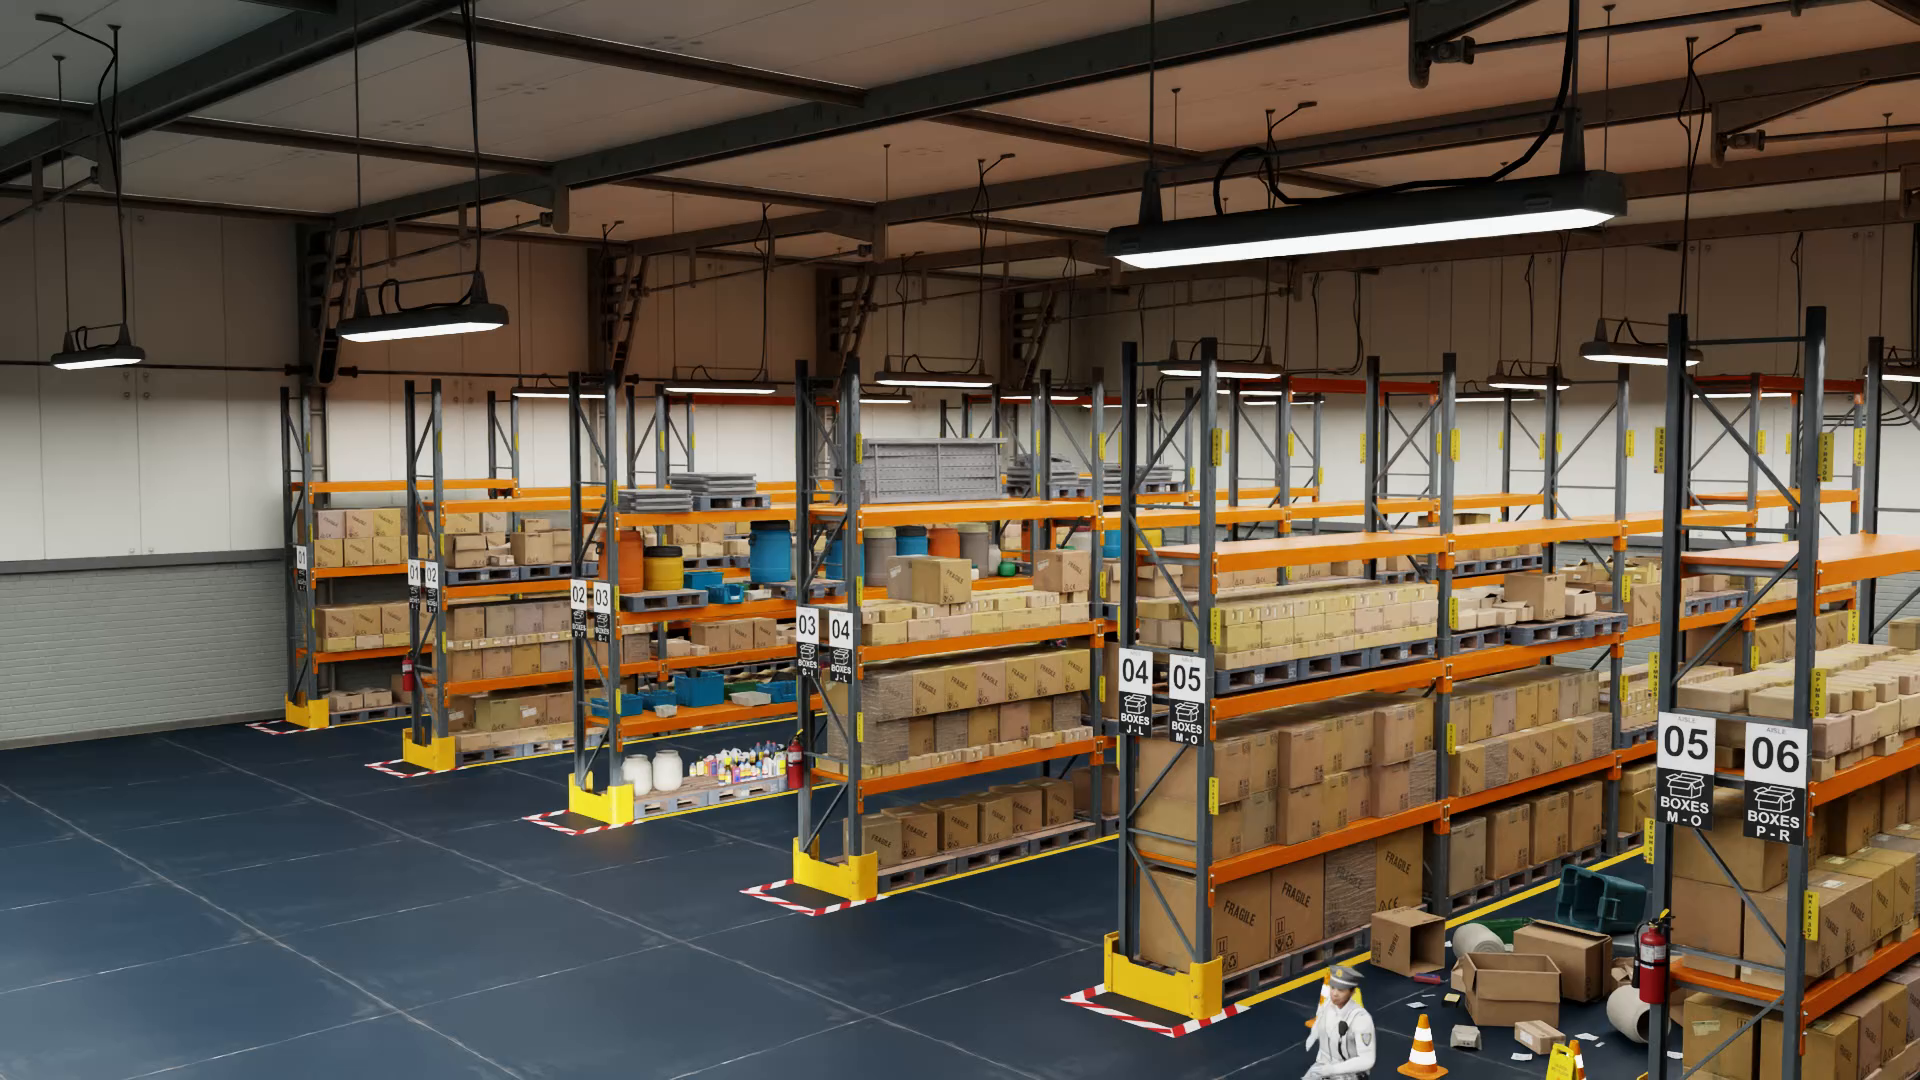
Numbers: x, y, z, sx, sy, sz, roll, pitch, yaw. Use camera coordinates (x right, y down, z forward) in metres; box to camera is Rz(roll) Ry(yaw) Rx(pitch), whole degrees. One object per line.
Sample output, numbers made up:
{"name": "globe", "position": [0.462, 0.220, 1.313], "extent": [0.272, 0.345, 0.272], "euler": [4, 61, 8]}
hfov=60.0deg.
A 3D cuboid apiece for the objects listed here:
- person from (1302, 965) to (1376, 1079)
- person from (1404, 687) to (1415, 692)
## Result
{"name": "person", "position": [2.536, 3.655, 11.371], "extent": [0.661, 1.594, 0.767], "euler": [-4, 5, -44]}
{"name": "person", "position": [6.503, 2.886, 23.890], "extent": [0.518, 1.557, 0.674], "euler": [-1, 4, -12]}
